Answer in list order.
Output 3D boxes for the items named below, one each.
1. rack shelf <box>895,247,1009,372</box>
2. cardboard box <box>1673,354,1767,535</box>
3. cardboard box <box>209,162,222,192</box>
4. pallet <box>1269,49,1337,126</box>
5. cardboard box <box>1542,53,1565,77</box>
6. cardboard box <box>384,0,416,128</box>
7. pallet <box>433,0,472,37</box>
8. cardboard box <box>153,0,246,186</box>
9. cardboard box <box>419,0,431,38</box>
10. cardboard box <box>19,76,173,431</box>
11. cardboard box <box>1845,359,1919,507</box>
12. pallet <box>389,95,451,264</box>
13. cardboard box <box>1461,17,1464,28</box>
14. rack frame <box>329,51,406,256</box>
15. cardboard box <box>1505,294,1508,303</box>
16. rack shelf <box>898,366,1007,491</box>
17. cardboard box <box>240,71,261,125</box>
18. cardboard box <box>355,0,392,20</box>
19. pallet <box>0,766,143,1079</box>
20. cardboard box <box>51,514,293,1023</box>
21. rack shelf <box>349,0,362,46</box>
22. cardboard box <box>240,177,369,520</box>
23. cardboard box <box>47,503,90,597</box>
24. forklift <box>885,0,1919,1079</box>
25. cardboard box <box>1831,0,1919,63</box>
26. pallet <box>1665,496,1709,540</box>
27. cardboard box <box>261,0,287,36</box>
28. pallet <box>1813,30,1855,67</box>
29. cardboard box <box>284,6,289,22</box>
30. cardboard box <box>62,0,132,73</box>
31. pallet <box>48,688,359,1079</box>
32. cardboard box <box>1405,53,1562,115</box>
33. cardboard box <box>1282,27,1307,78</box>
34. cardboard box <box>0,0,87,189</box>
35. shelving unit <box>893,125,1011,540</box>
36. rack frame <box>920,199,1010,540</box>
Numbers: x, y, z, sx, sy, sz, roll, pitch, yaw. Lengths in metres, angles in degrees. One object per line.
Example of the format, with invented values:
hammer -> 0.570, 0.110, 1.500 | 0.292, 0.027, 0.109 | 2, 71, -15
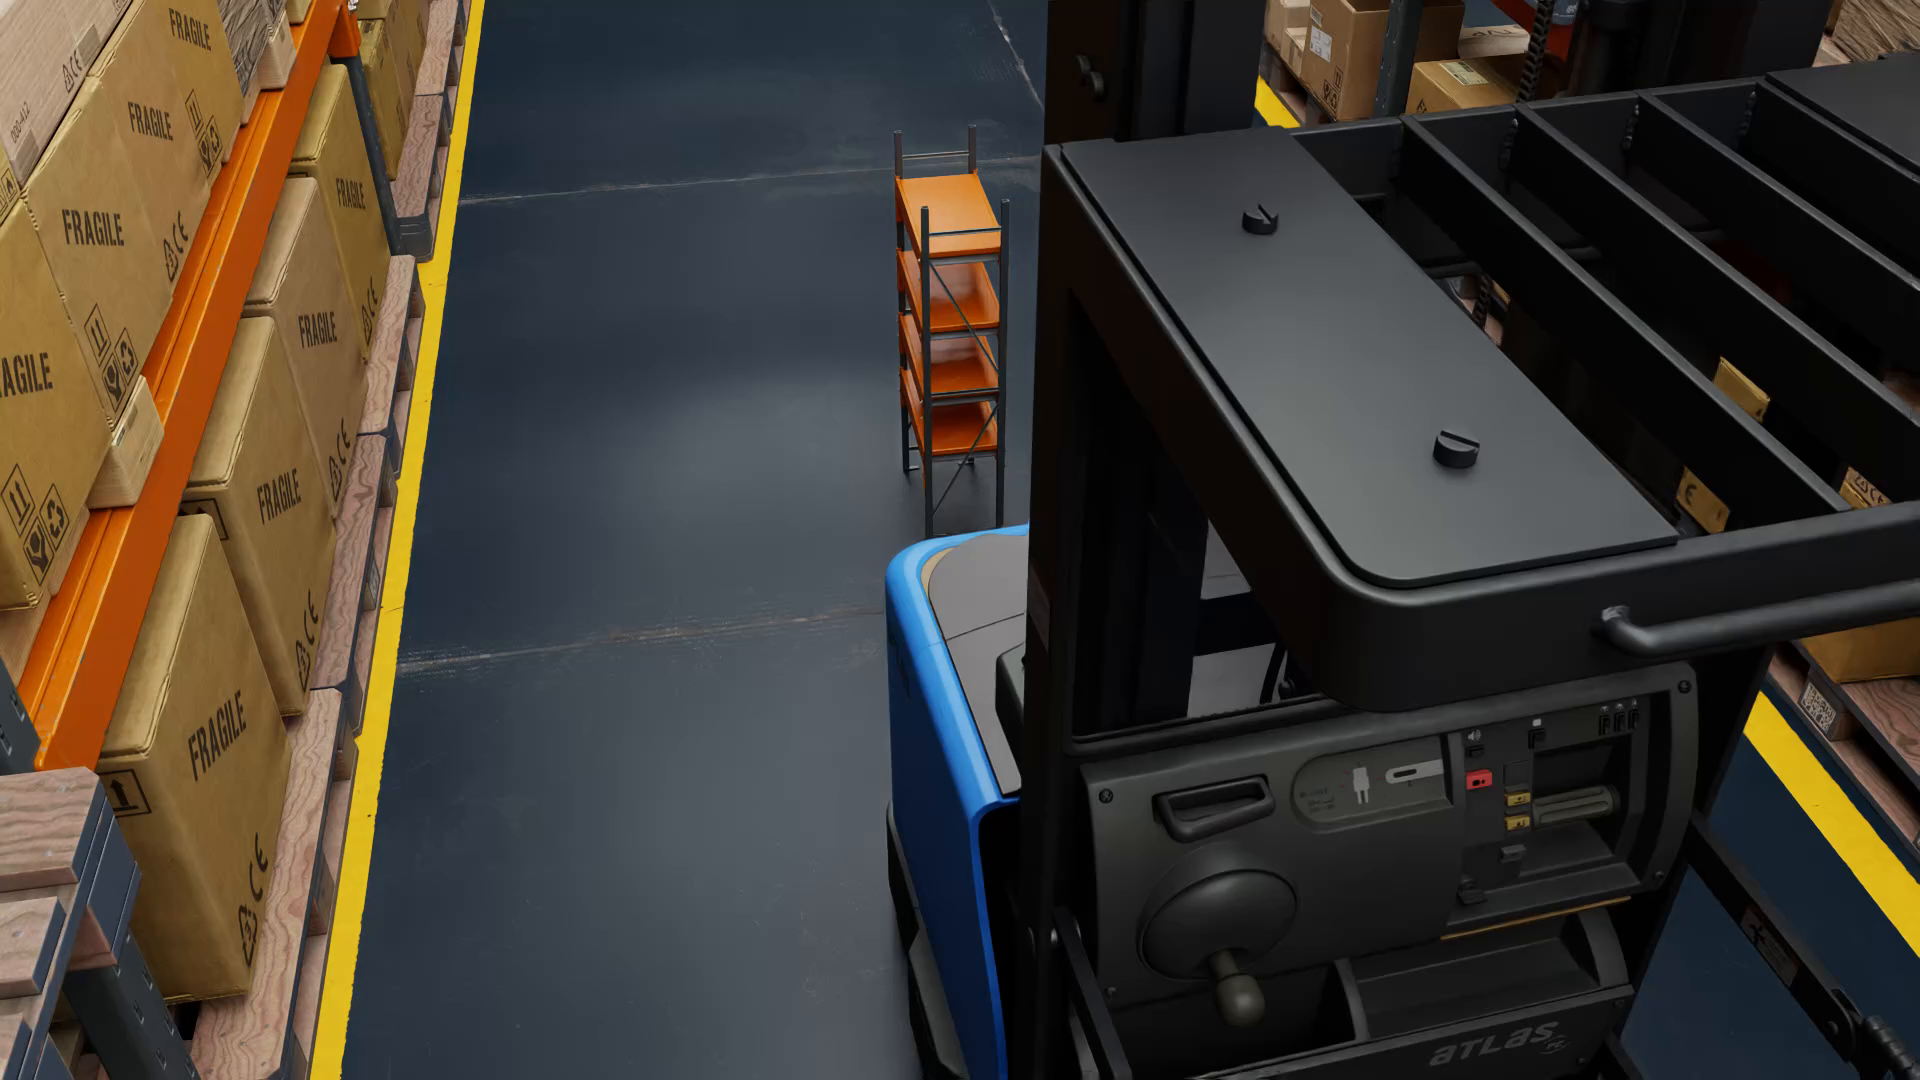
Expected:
rack shelf -> -0.029, -0.697, 4.915 | 0.258, 0.148, 0.480 | -6, 38, -8
cardboard box -> 2.432, -0.299, 4.869 | 0.500, 0.500, 0.500 | -8, 38, -10
cardboard box -> -2.107, -0.943, 4.207 | 0.380, 0.149, 0.250 | -5, 38, -7
pallet -> 2.097, -1.990, 7.640 | 1.003, 0.211, 1.213 | -6, 38, -8
cardboard box -> 2.585, -1.596, 6.538 | 0.500, 0.500, 0.500 | -6, 38, -8
cardboard box -> -2.775, -2.087, 7.186 | 0.700, 0.500, 0.500 | -7, 38, -8
pallet -> -3.144, -2.982, 8.916 | 1.003, 0.211, 1.213 | -6, 38, -8
cardboard box -> -2.059, -1.142, 3.935 | 0.500, 0.500, 0.500 | -5, 38, -7
cardboard box -> -2.963, -2.718, 7.999 | 0.700, 0.500, 0.500 | -7, 38, -9
cardboard box -> -1.875, -0.529, 3.145 | 0.500, 0.500, 0.500 | -5, 38, -6
cardboard box -> 2.509, -0.317, 4.280 | 0.500, 0.250, 0.500 | -5, 38, -6
pallet -> -2.716, -1.508, 7.019 | 1.003, 0.211, 1.213 | -6, 38, -8
cardboard box -> 2.194, -2.530, 8.012 | 0.380, 0.166, 0.250 | -6, 38, -8
rack frame -> -2.660, -2.141, 5.562 | 1.000, 3.000, 0.127 | -6, 38, -8
cardboard box -> 2.246, -0.921, 5.670 | 0.500, 0.500, 0.500 | -6, 38, -7
rack shelf -> -0.029, -0.364, 5.174 | 0.258, 0.148, 0.480 | -6, 38, -8
cardboard box -> -2.172, -1.257, 4.612 | 0.380, 0.149, 0.250 | -6, 38, -8
cardboard box -> -2.571, -2.266, 6.888 | 0.380, 0.149, 0.250 | -5, 38, -6
pallet -> -1.729, 0.769, 1.971 | 1.213, 0.211, 1.003 | -6, 38, -8
cardboard box -> -1.958, 0.499, 3.572 | 0.750, 0.750, 0.750 | -7, 38, -9
rack shelf -> -3.011, -3.065, 7.337 | 1.077, 0.370, 4.000 | -6, 38, -8
cardboard box -> -2.259, -0.543, 4.914 | 0.750, 0.750, 0.750 | -5, 38, -7
cardboard box -> -1.824, -0.011, 3.008 | 0.380, 0.149, 0.250 | -6, 38, -7
forklift -> 0.684, 0.503, 2.214 | 1.130, 2.935, 3.031 | -9, 39, -11
cardboard box -> 2.724, -1.407, 4.192 | 0.700, 0.500, 0.500 | 0, 38, 1
pallet -> 2.613, -0.350, 5.528 | 1.003, 0.211, 1.213 | -6, 38, -8
cardboard box -> -2.232, -1.748, 4.714 | 0.500, 0.500, 0.500 | -6, 38, -8
pallet -> 2.572, -1.359, 4.711 | 1.003, 0.211, 1.213 | -6, 38, -8
cardboard box -> -2.253, -1.565, 5.008 | 0.380, 0.149, 0.250 | -5, 38, -7
cardboard box -> -1.971, -1.115, 3.288 | 0.500, 0.250, 0.500 | -6, 38, -8
pallet -> -2.023, 0.891, 3.931 | 1.003, 0.211, 1.213 | -6, 38, -8
cardboard box -> 2.061, -1.545, 6.472 | 0.500, 0.500, 0.500 | -8, 39, -10
cardboard box -> 1.712, -2.258, 7.677 | 0.380, 0.149, 0.250 | -6, 38, -8
cardboard box -> -1.879, -0.813, 2.900 | 0.500, 0.250, 0.500 | -7, 38, -9
shelving unit -> -0.029, -0.574, 5.011 | 0.258, 1.200, 0.503 | -6, 38, -8
rack frame -> 0.014, -0.426, 4.821 | 0.240, 1.200, 0.015 | -6, 38, -8
